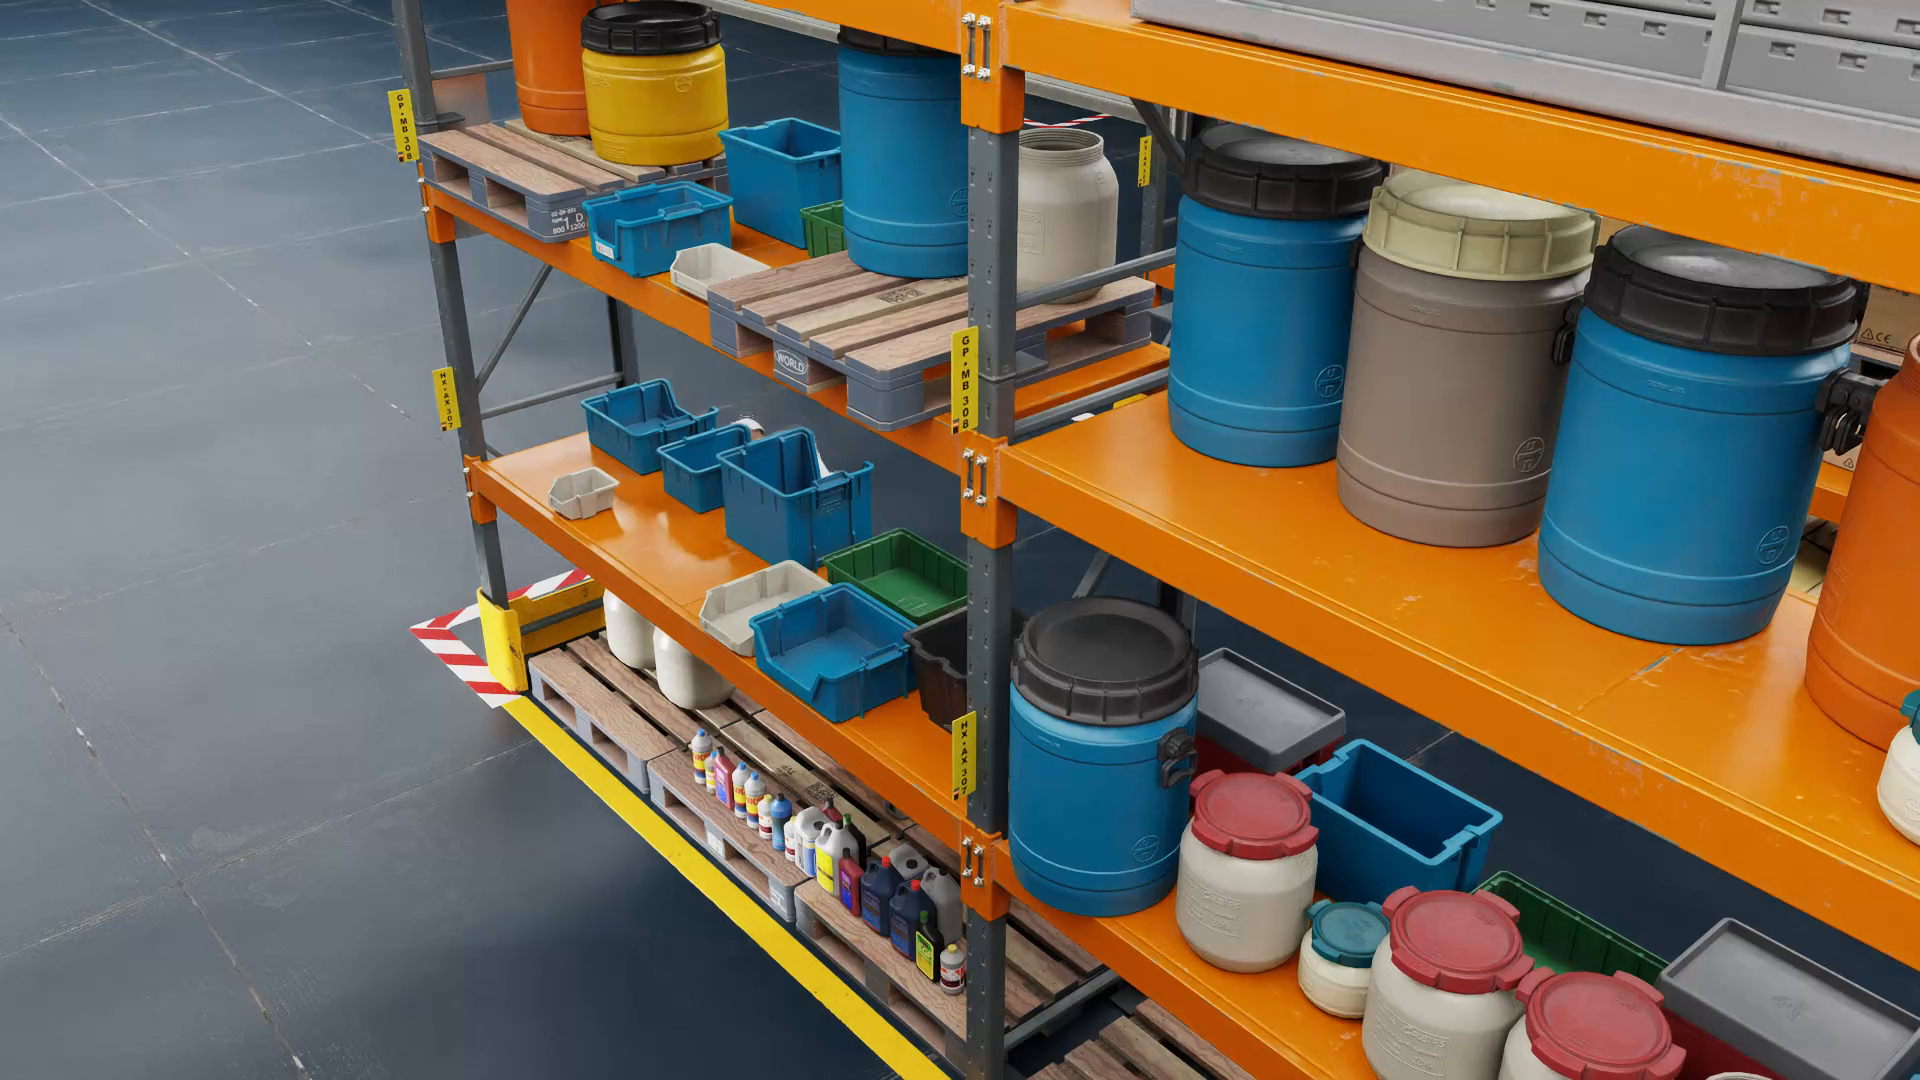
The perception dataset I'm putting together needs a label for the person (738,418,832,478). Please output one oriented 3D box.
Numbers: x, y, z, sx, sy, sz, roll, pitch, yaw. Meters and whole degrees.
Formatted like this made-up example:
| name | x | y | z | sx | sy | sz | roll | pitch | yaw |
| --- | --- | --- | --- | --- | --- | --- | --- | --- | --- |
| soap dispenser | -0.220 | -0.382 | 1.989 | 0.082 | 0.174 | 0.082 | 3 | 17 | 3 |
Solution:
| name | x | y | z | sx | sy | sz | roll | pitch | yaw |
| --- | --- | --- | --- | --- | --- | --- | --- | --- | --- |
| person | -1.024 | -0.195 | 9.866 | 0.587 | 0.924 | 0.900 | -22 | 35 | -35 |
